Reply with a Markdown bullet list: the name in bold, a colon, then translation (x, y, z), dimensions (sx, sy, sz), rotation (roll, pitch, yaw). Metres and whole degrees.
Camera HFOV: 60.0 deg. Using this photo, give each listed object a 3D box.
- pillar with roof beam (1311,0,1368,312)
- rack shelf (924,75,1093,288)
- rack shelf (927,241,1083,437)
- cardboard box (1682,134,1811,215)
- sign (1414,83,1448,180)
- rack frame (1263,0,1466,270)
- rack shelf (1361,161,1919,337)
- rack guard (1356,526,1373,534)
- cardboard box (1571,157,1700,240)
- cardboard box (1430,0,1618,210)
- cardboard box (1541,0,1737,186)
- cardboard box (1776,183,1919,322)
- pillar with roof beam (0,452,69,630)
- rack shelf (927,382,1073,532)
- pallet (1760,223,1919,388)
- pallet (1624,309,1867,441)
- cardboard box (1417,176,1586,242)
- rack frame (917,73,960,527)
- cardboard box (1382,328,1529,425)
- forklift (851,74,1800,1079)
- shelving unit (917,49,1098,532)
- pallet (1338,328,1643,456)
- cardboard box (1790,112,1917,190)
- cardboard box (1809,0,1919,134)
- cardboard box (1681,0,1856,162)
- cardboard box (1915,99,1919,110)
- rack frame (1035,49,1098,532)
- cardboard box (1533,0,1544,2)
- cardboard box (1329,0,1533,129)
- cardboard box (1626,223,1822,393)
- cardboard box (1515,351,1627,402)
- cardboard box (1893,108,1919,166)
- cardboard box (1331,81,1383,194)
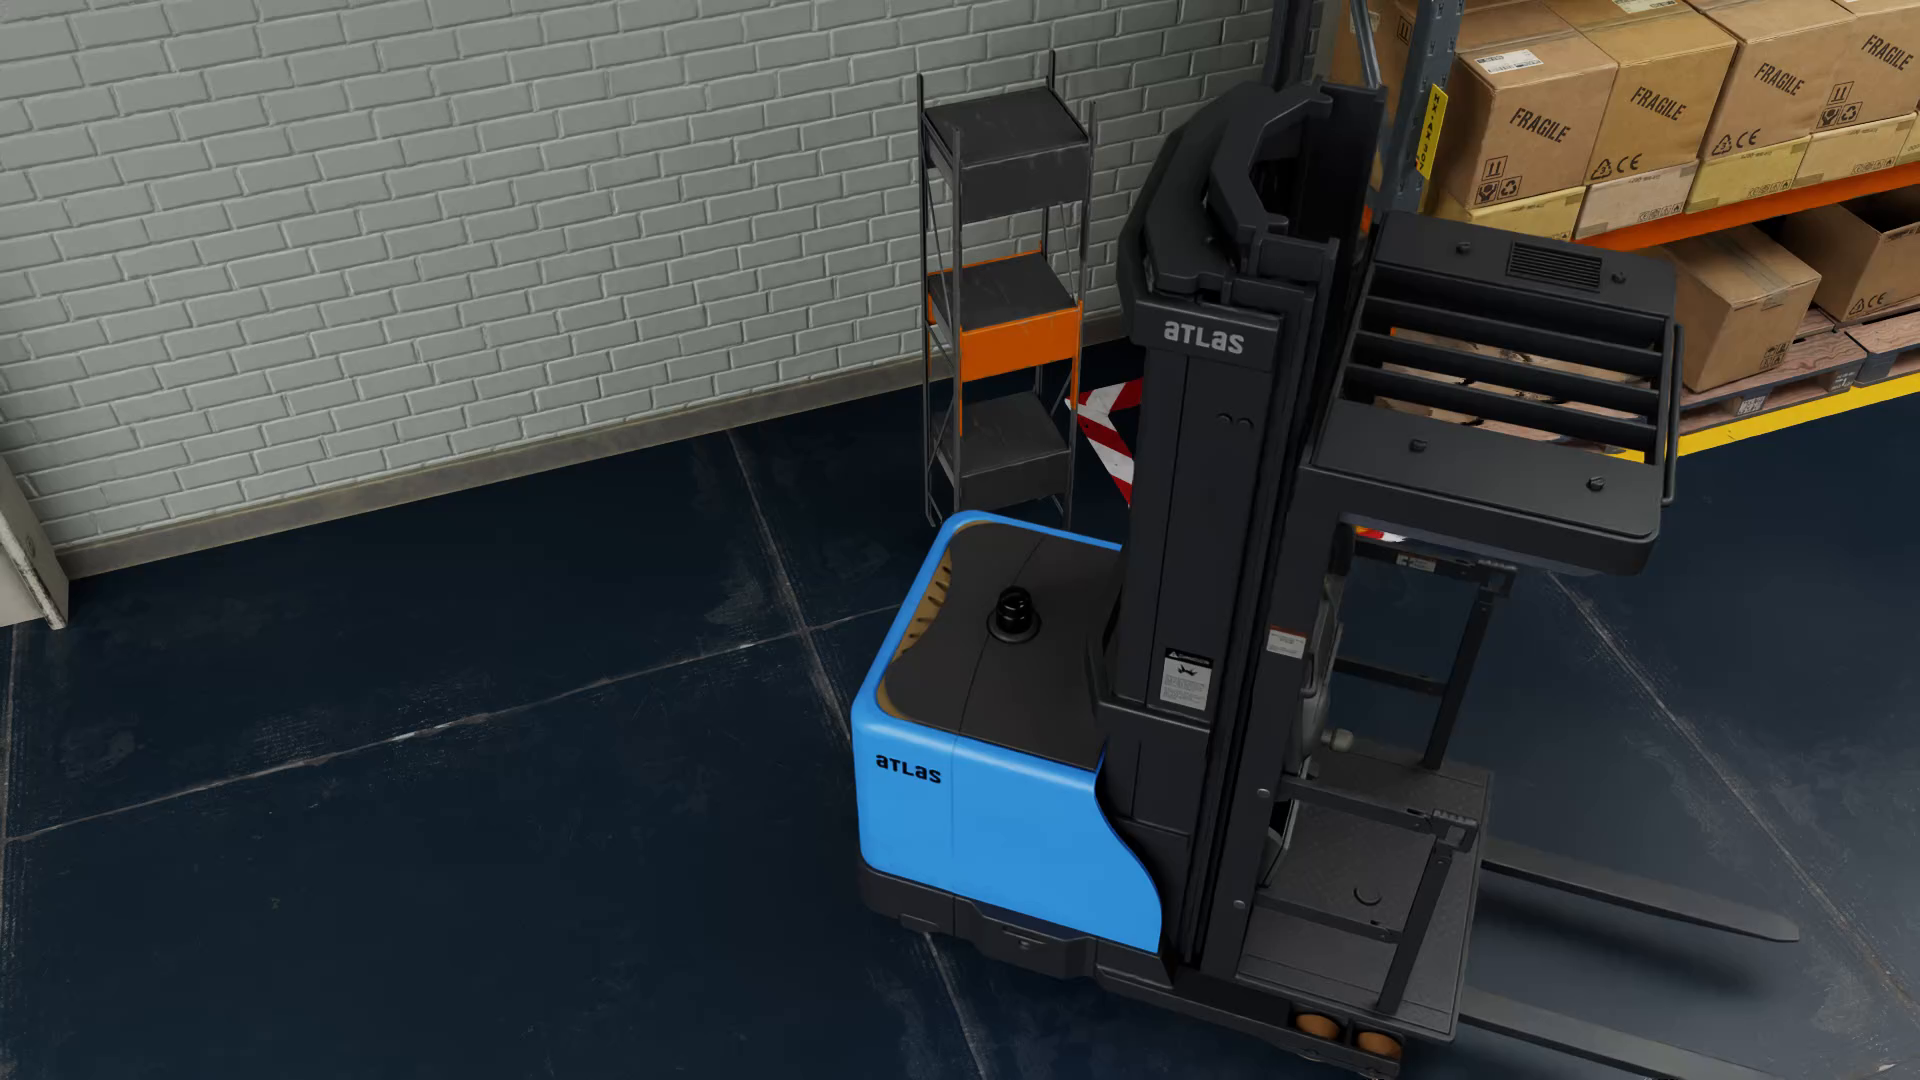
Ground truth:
- **pillar with roof beam**: translation (3.263, -1.457, 2.158), dimensions (0.400, 9.000, 9.100), rotation (-14, 47, -14)
- **rack shelf**: translation (0.156, -1.266, 5.869), dimensions (0.480, 0.518, 0.431), rotation (-14, 47, -14)
- **rack shelf**: translation (0.156, -0.771, 6.365), dimensions (0.480, 0.518, 0.431), rotation (-14, 47, -14)
- **cardboard box**: translation (2.968, -1.575, 6.603), dimensions (0.500, 0.250, 0.500), rotation (-15, 47, -14)
- **sign**: translation (1.621, -1.406, 5.732), dimensions (0.005, 0.325, 0.100), rotation (-14, 47, -14)
- **rack frame**: translation (1.437, -1.462, 6.399), dimensions (0.127, 3.000, 1.000), rotation (-14, 47, -14)
- **rack shelf**: translation (3.318, -1.689, 7.133), dimensions (4.000, 0.370, 1.077), rotation (-14, 47, -14)
- **rack guard**: translation (1.508, -0.598, 7.302), dimensions (0.348, 0.500, 1.175), rotation (-14, 47, -14)
- **cardboard box**: translation (2.487, -1.457, 6.485), dimensions (0.500, 0.250, 0.500), rotation (-16, 47, -15)
- **cardboard box**: translation (1.988, -1.596, 6.094), dimensions (0.500, 0.500, 0.500), rotation (-14, 47, -14)
- **cardboard box**: translation (2.456, -1.708, 6.206), dimensions (0.500, 0.500, 0.500), rotation (-14, 47, -14)
- **cardboard box**: translation (4.236, -1.421, 7.812), dimensions (0.500, 0.500, 0.500), rotation (-18, 48, -17)
- **pillar with roof beam**: translation (-2.381, -0.014, 0.720), dimensions (0.400, 9.000, 9.100), rotation (-14, 47, -14)
- **rack shelf**: translation (0.156, -0.277, 6.861), dimensions (0.480, 0.518, 0.431), rotation (-14, 47, -14)
- **pallet**: translation (4.579, -1.255, 8.161), dimensions (1.213, 0.211, 1.003), rotation (-14, 47, -14)
- **pallet**: translation (3.430, -0.959, 7.866), dimensions (1.213, 0.211, 1.003), rotation (-14, 47, -14)
- **cardboard box**: translation (2.003, -1.322, 6.351), dimensions (0.500, 0.250, 0.500), rotation (-16, 47, -15)
- **rack frame**: translation (-0.074, -0.722, 6.297), dimensions (0.015, 2.100, 0.400), rotation (-14, 47, -14)
- **cardboard box**: translation (2.118, -0.775, 7.301), dimensions (0.500, 0.311, 0.500), rotation (-19, 48, -18)
- **forklift**: translation (1.225, 0.268, 4.723), dimensions (3.031, 2.935, 1.130), rotation (14, 47, 13)
- **shelving unit**: translation (0.156, -0.781, 6.355), dimensions (0.503, 2.100, 0.431), rotation (-14, 47, -14)
- **pallet**: translation (2.284, -0.668, 7.576), dimensions (1.213, 0.211, 1.003), rotation (-14, 47, -14)
- **cardboard box**: translation (3.444, -1.695, 6.723), dimensions (0.500, 0.250, 0.500), rotation (-14, 47, -14)
- **cardboard box**: translation (3.425, -1.960, 6.457), dimensions (0.500, 0.500, 0.500), rotation (-13, 47, -13)
- **cardboard box**: translation (2.944, -1.828, 6.326), dimensions (0.500, 0.500, 0.500), rotation (-16, 47, -15)
- **cardboard box**: translation (3.914, -2.086, 6.582), dimensions (0.500, 0.500, 0.500), rotation (-16, 47, -15)
- **rack frame**: translation (0.385, -0.840, 6.414), dimensions (0.015, 2.100, 0.400), rotation (-14, 47, -14)
- **cardboard box**: translation (2.284, -2.051, 6.548), dimensions (0.500, 0.500, 0.500), rotation (-14, 47, -13)
- **cardboard box**: translation (1.808, -1.936, 6.433), dimensions (0.500, 0.500, 0.500), rotation (-15, 47, -14)
- **cardboard box**: translation (3.361, -1.122, 7.514), dimensions (0.500, 0.500, 0.700), rotation (-17, 48, -16)
- **cardboard box**: translation (2.654, -0.912, 7.438), dimensions (0.500, 0.311, 0.500), rotation (-11, 46, -11)
- **cardboard box**: translation (3.917, -1.817, 6.844), dimensions (0.500, 0.250, 0.500), rotation (-15, 47, -14)
- **cardboard box**: translation (1.810, -1.658, 6.686), dimensions (0.500, 0.250, 0.500), rotation (-14, 47, -13)
